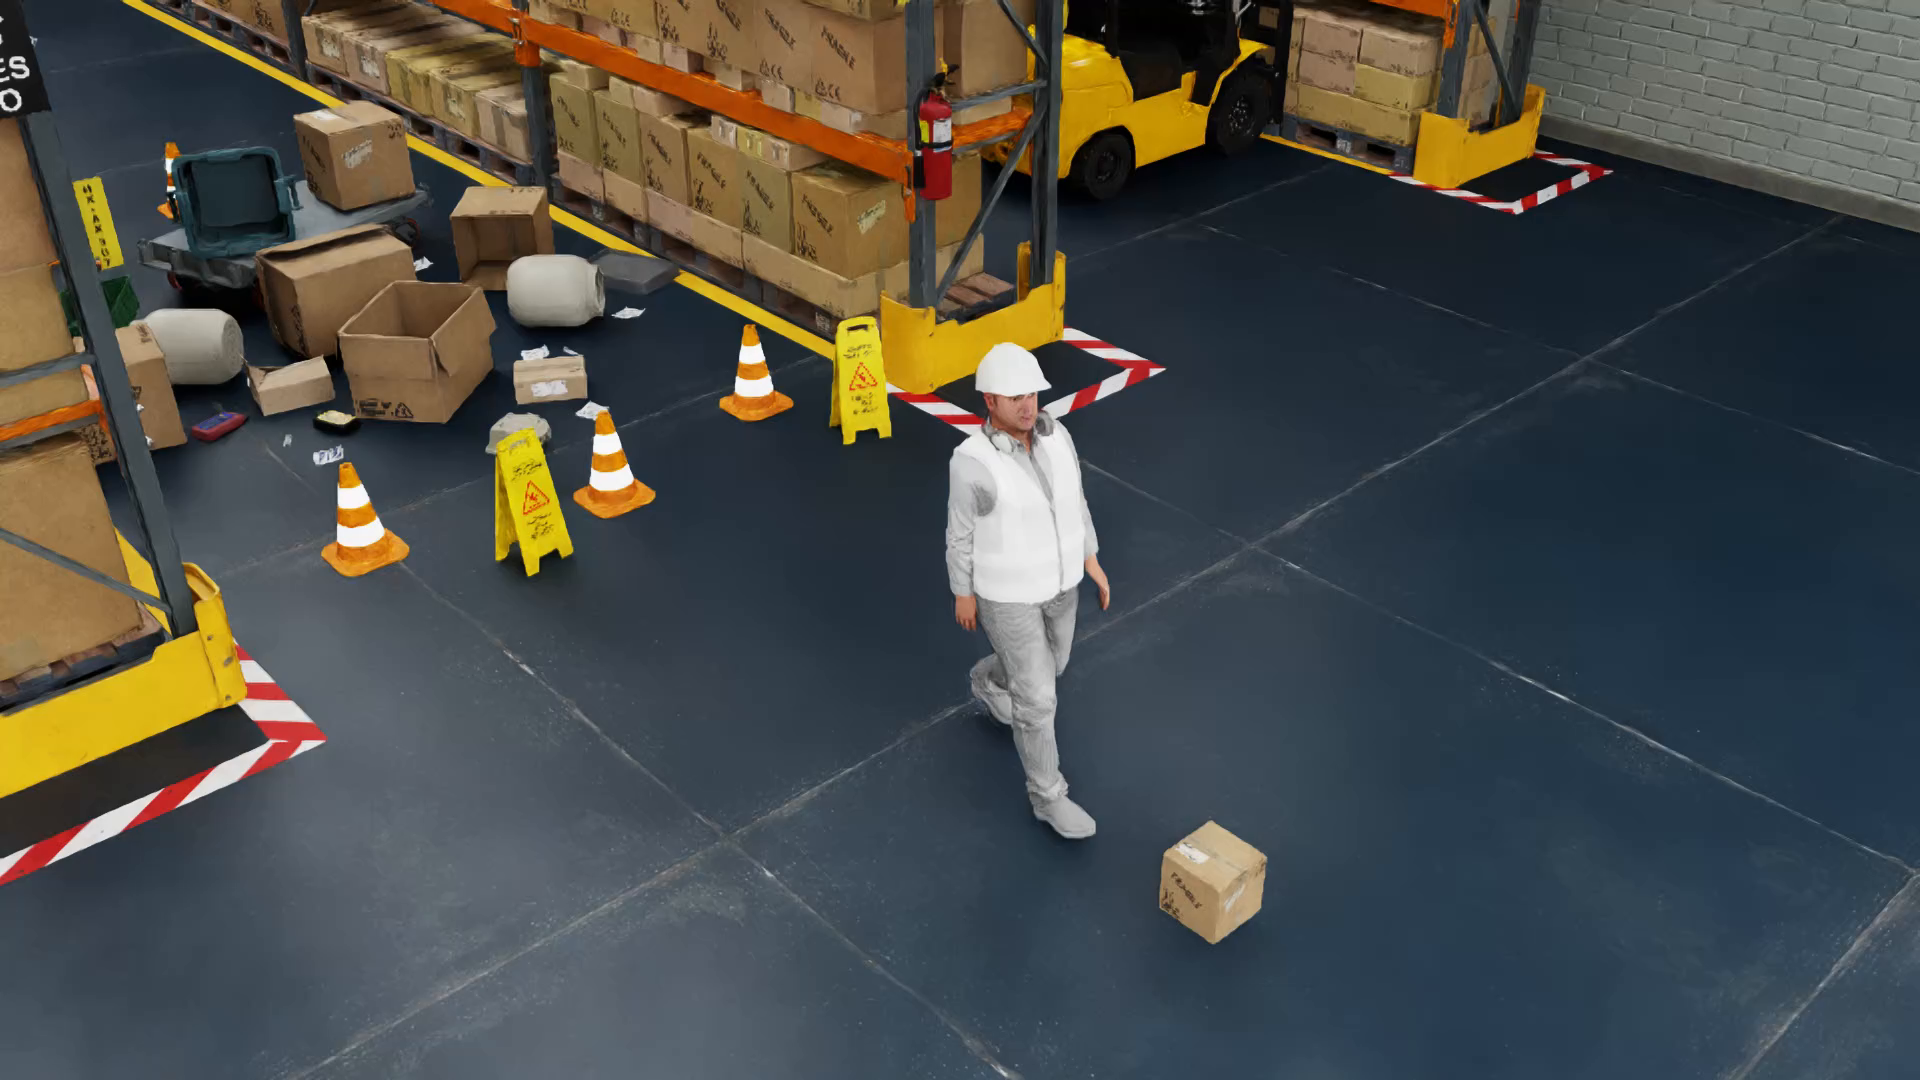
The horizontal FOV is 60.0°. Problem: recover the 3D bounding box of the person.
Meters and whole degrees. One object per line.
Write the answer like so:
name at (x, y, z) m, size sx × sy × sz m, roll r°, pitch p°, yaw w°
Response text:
person at (0.268, 0.150, 5.874) m, size 0.538 × 1.744 × 0.894 m, roll -26°, pitch 40°, yaw -36°
